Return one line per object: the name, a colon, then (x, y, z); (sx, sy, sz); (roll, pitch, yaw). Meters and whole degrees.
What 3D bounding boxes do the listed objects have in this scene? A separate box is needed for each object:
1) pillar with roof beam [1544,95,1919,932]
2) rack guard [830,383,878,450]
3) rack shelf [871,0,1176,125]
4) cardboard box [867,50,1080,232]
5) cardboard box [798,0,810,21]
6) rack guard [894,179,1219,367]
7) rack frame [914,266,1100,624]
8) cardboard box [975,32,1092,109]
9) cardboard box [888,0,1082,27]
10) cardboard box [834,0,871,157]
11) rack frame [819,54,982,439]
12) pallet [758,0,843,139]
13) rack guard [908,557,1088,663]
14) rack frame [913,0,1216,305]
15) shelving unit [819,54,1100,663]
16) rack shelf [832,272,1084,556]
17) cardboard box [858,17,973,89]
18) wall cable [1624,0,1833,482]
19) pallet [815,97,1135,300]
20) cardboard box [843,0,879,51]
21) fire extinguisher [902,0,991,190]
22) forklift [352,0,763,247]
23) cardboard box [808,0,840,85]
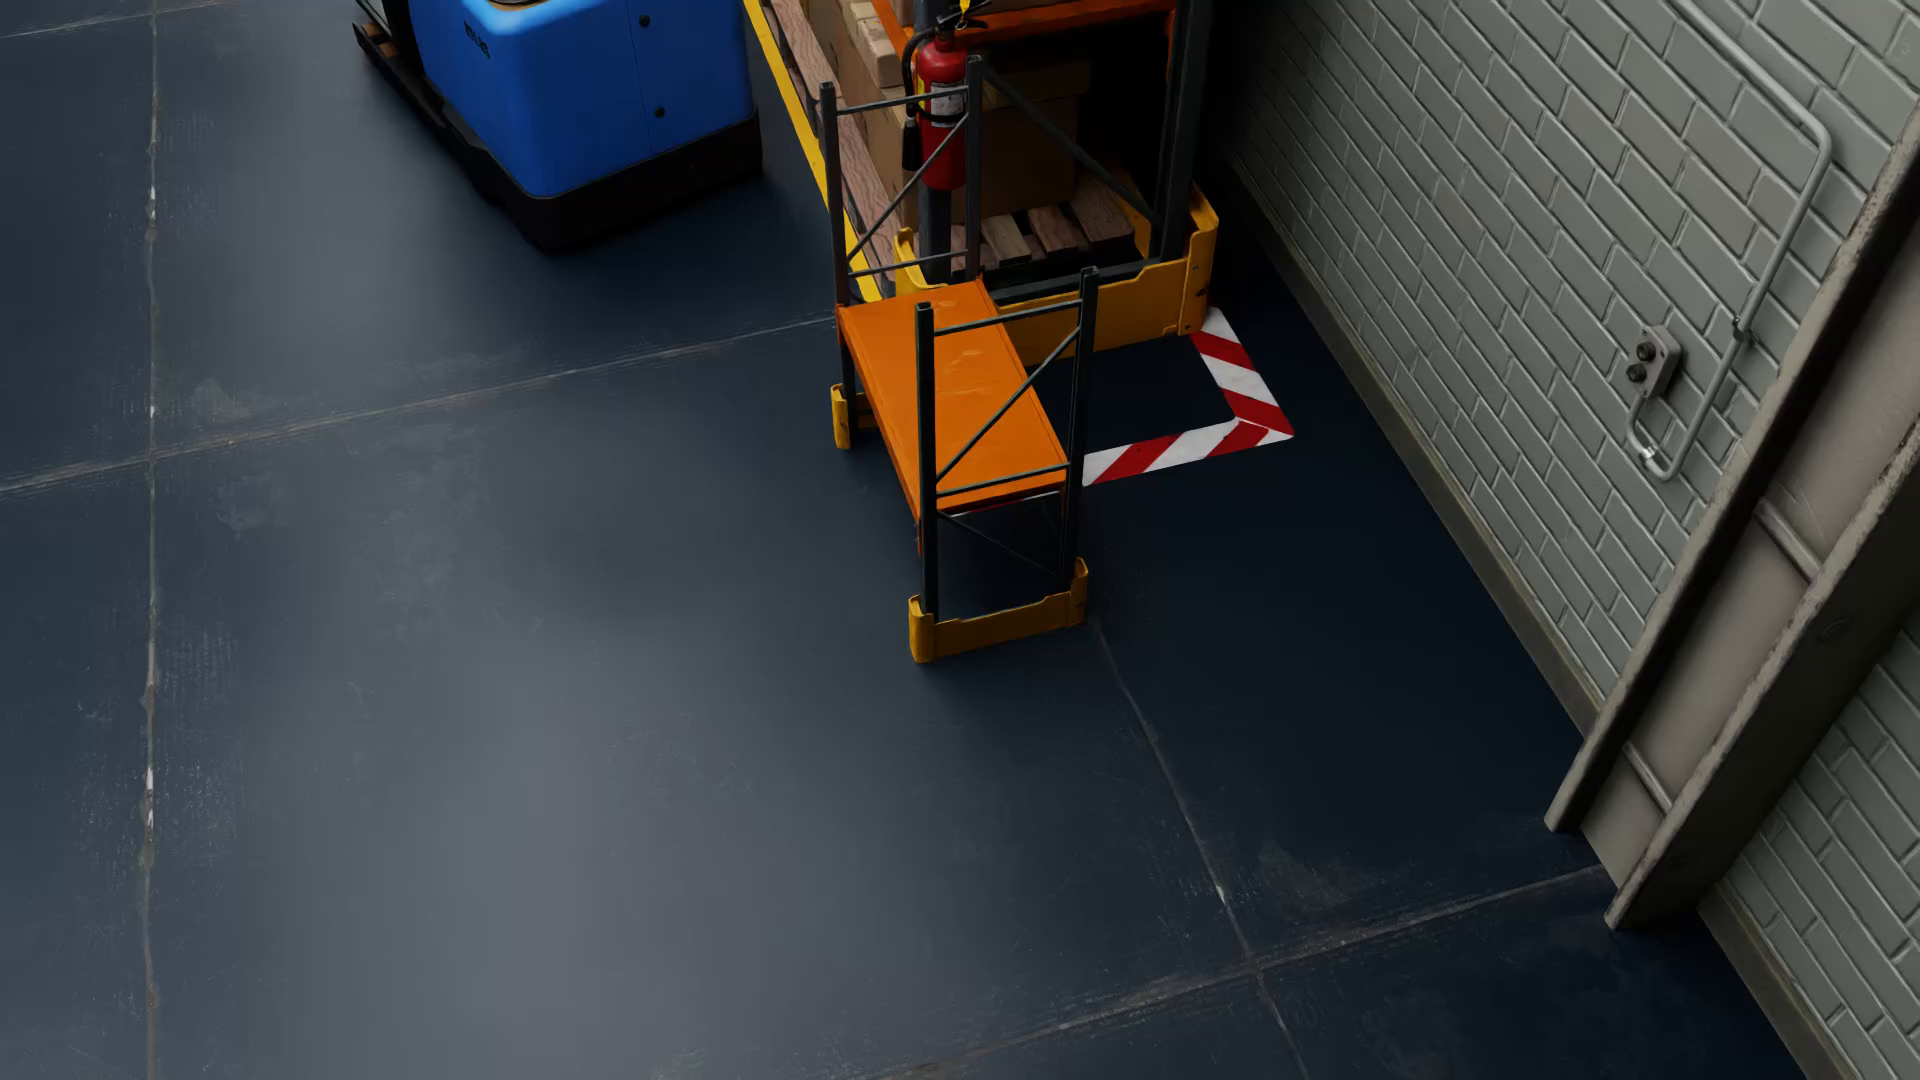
pillar with roof beam: (-2.141, -0.976, 0.687); (9.100, 9.000, 0.400); (-13, 51, -11)
rack guard: (-0.170, -0.500, 6.008); (0.587, 0.250, 0.087); (-13, 51, -11)
rack shelf: (-0.245, -3.021, 6.805); (1.077, 0.370, 4.000); (-13, 51, -11)
cardboard box: (0.044, -1.610, 6.506); (0.700, 0.500, 0.500); (-13, 51, -11)
cardboard box: (-0.418, -2.731, 7.450); (0.700, 0.500, 0.500); (-12, 51, -10)
rack guard: (0.354, -0.969, 6.240); (1.175, 0.500, 0.348); (-13, 51, -11)
rack frame: (0.125, -0.174, 4.916); (0.500, 1.500, 0.032); (-13, 51, -11)
cardboard box: (0.272, -1.773, 6.219); (0.380, 0.149, 0.250); (-13, 51, -11)
cardboard box: (0.186, -2.259, 5.496); (0.980, 0.700, 0.700); (-11, 51, -9)
cardboard box: (-0.104, -1.976, 6.814); (0.700, 0.500, 0.500); (-13, 51, -11)
rack frame: (-0.176, -0.917, 5.542); (0.500, 1.500, 0.032); (-13, 51, -11)
pallet: (-0.322, -2.349, 7.592); (1.003, 0.211, 1.213); (-13, 51, -11)
rack guard: (0.125, 0.227, 5.395); (0.587, 0.250, 0.087); (-13, 51, -11)
rack frame: (0.347, -1.792, 5.299); (1.000, 3.000, 0.127); (-13, 51, -11)
shelving unit: (-0.023, -0.539, 5.223); (0.587, 1.500, 1.083); (-13, 51, -11)
rack shelf: (-0.025, -0.430, 5.367); (0.538, 0.185, 1.000); (-13, 51, -11)
cardboard box: (-0.168, -1.872, 6.302); (0.380, 0.149, 0.250); (-14, 51, -11)
wall cable: (1.629, -1.398, 4.302); (0.084, 1.984, 1.851); (-13, 51, -11)
pallet: (0.035, -1.460, 6.842); (1.003, 0.211, 1.213); (-13, 51, -11)
cardboard box: (-0.244, -2.059, 6.460); (0.380, 0.149, 0.250); (-12, 51, -10)
fire extinguisher: (-0.050, -1.432, 5.290); (0.296, 0.674, 0.183); (-13, 51, -11)
forklift: (-2.092, -3.213, 6.542); (1.130, 2.935, 3.031); (-28, 55, -22)
cardboard box: (-0.253, -2.343, 7.124); (0.700, 0.500, 0.500); (-15, 51, -12)
